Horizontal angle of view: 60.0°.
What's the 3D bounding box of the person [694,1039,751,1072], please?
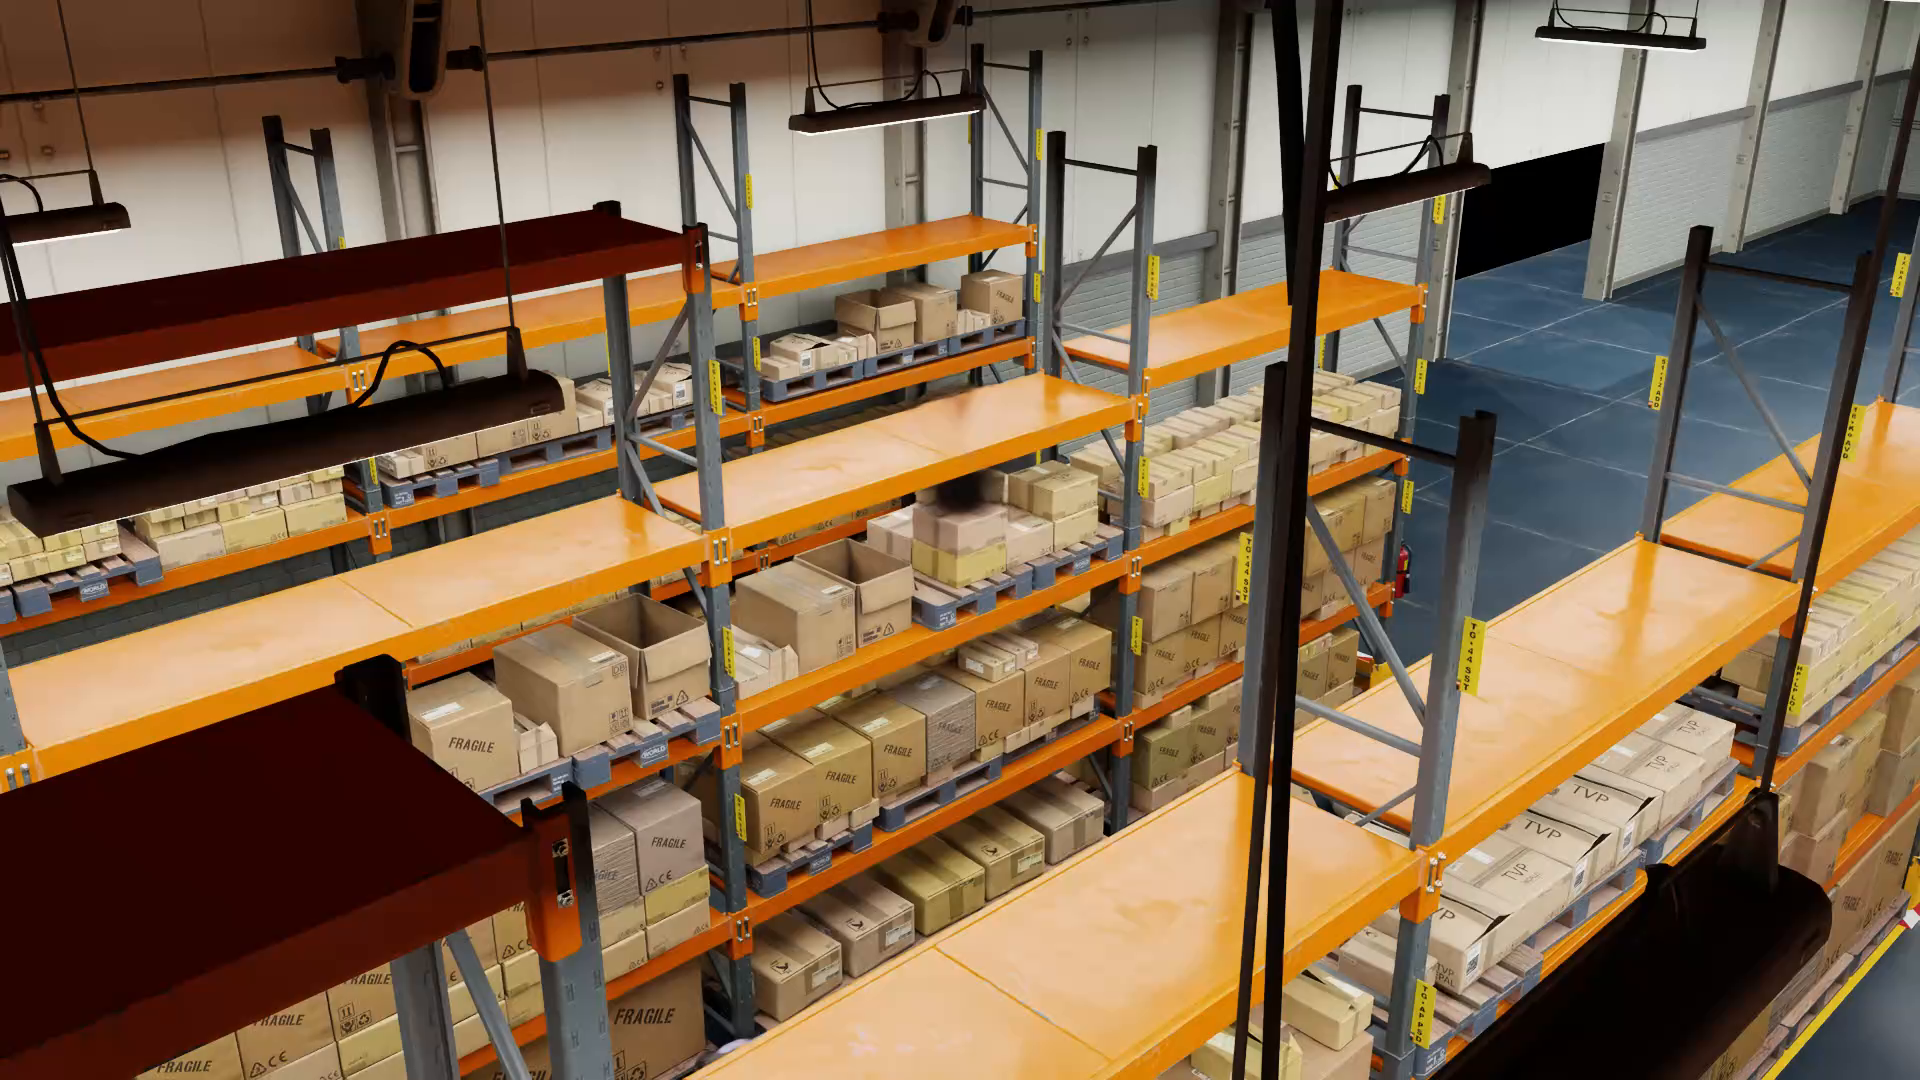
[{"bbox_3d":[-1.196,3.604,10.210,1.062,1.444,0.622,-15,27,-32],"label":"person"}]
